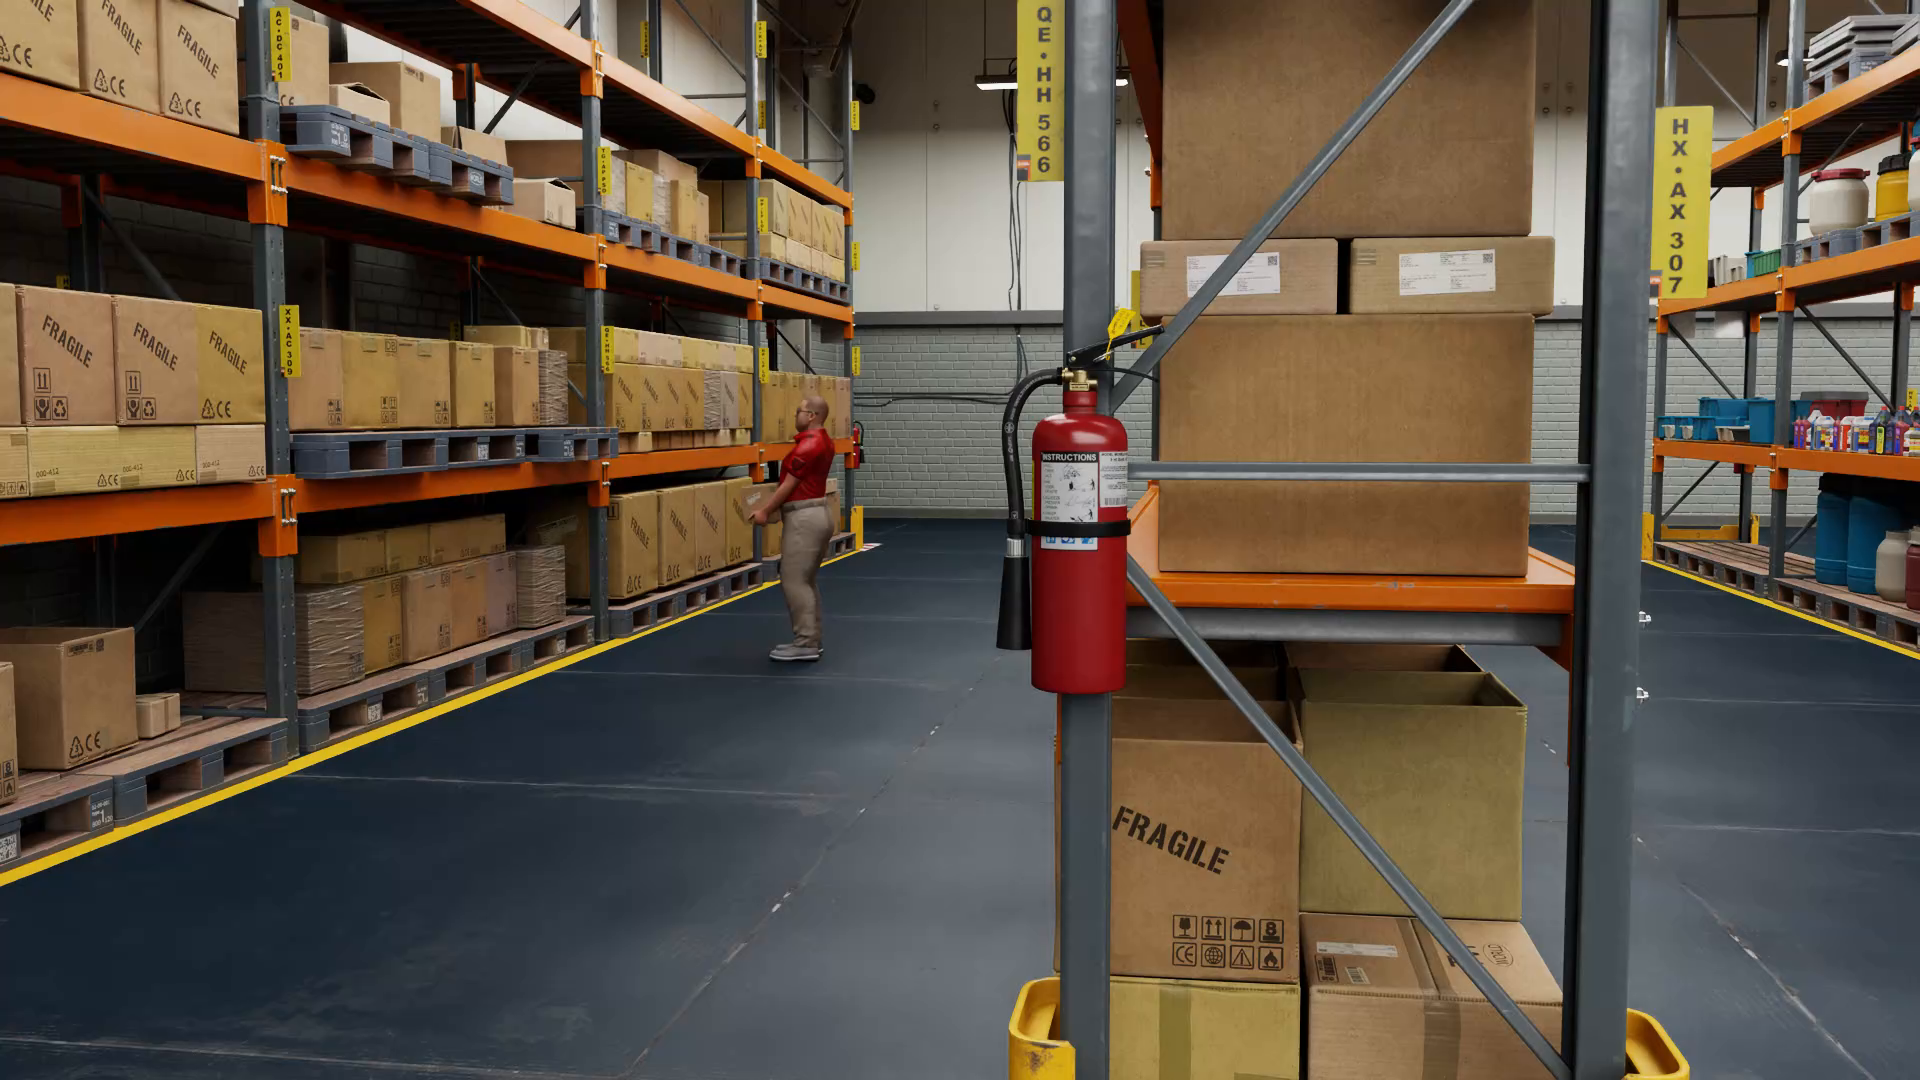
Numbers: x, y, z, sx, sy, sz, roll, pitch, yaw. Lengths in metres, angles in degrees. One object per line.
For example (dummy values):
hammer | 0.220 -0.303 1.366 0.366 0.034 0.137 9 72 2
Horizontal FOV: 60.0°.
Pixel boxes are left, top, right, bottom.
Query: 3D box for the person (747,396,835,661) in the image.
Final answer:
person | -1.102 -0.081 10.872 0.531 1.712 0.493 1 4 9
